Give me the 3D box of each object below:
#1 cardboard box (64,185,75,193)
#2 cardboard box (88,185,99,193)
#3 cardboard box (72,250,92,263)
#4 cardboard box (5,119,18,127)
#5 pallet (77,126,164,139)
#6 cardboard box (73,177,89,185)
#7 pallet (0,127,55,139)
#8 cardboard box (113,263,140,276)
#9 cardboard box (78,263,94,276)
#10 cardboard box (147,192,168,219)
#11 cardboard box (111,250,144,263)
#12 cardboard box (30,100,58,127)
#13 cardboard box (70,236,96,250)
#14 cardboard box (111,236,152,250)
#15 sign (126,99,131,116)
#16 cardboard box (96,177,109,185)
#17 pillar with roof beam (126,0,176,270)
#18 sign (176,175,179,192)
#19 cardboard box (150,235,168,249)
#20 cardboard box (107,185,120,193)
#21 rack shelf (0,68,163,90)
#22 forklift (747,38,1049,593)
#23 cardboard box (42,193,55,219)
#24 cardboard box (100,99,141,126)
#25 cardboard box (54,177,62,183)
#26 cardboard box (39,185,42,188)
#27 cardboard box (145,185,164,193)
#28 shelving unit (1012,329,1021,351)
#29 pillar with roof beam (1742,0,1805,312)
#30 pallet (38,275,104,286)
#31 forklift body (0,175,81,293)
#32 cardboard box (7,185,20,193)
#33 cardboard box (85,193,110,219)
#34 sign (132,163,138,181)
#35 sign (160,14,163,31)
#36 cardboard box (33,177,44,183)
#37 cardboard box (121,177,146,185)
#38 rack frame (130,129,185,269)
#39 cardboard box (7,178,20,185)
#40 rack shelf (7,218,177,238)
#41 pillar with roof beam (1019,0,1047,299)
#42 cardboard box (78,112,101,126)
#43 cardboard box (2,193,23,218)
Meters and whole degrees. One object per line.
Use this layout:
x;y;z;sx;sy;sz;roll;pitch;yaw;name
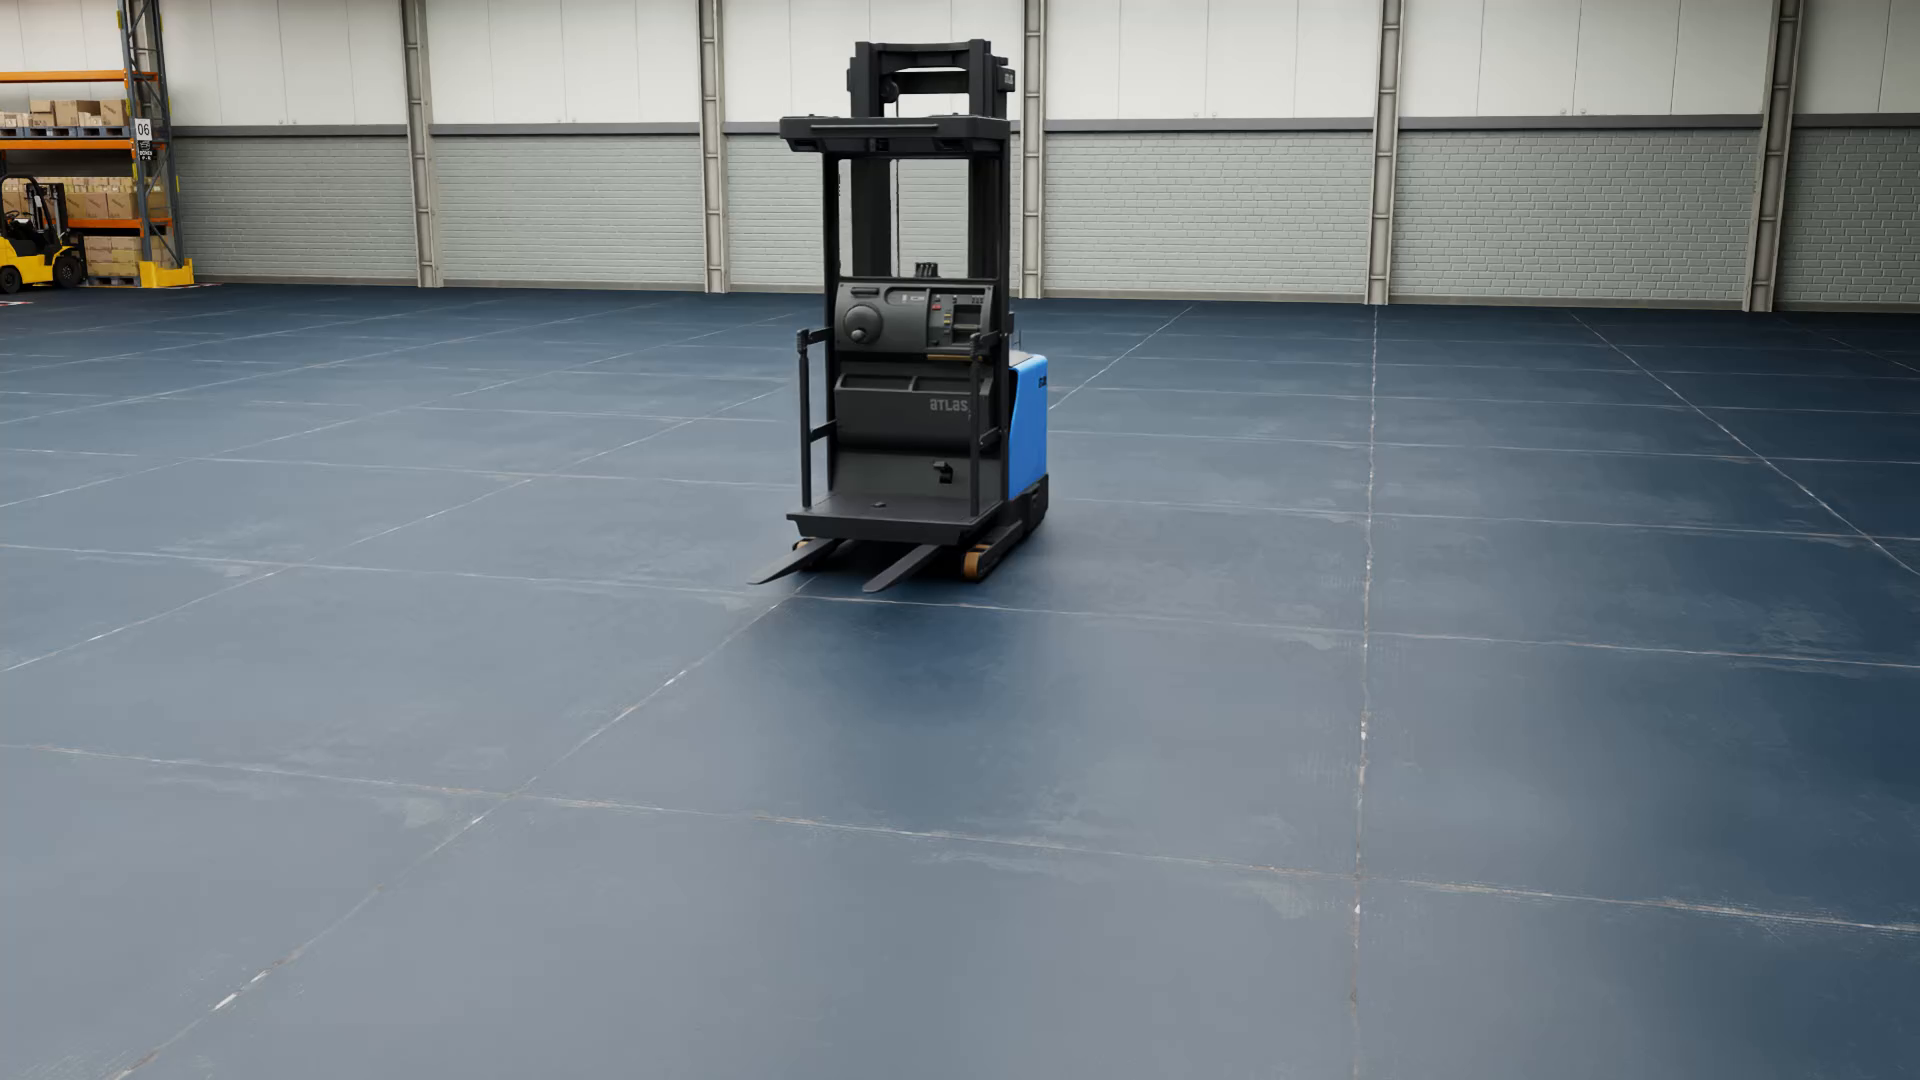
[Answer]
-17.388;-6.900;32.682;0.250;0.149;0.380;3;13;14;cardboard box
-16.867;-6.888;32.624;0.250;0.149;0.380;3;13;13;cardboard box
-17.271;-5.631;32.915;0.500;0.250;0.500;3;13;12;cardboard box
-18.507;-8.191;32.680;0.250;0.149;0.380;3;13;15;cardboard box
-16.413;-7.978;32.545;1.213;0.211;1.003;3;13;14;pallet
-17.142;-7.032;32.589;0.250;0.149;0.380;3;13;15;cardboard box
-18.782;-8.104;33.116;1.213;0.211;1.003;3;13;14;pallet
-16.265;-5.335;32.733;0.500;0.250;0.500;3;13;14;cardboard box
-17.229;-5.391;32.984;0.500;0.250;0.500;3;13;14;cardboard box
-16.147;-6.647;33.039;0.500;0.500;0.500;3;13;15;cardboard box
-16.280;-5.581;32.686;0.500;0.250;0.500;3;13;13;cardboard box
-17.750;-8.367;32.658;0.637;0.503;0.797;3;13;15;cardboard box
-17.244;-5.873;32.849;0.500;0.250;0.500;3;13;14;cardboard box
-16.255;-5.823;32.627;0.500;0.250;0.500;4;13;15;cardboard box
-15.876;-8.259;31.747;0.005;0.325;0.100;3;13;14;sign
-16.638;-7.014;32.505;0.250;0.149;0.380;3;13;15;cardboard box
-17.224;-8.764;28.957;0.400;9.000;9.100;3;13;14;pillar with roof beam
-15.594;-7.092;33.093;0.005;0.325;0.100;3;13;14;sign
-16.154;-5.930;33.106;0.500;0.250;0.500;3;13;13;cardboard box
-16.392;-6.846;32.437;0.250;0.149;0.380;3;13;14;cardboard box
-17.674;-9.000;32.610;4.000;0.370;1.077;3;13;14;rack shelf
-0.322;-1.296;9.310;1.130;2.935;3.031;4;13;16;forklift
-17.763;-6.613;32.883;0.500;0.500;0.500;3;13;14;cardboard box
-16.221;-8.253;32.151;0.500;0.500;0.500;3;13;15;cardboard box
-17.622;-7.078;32.794;0.250;0.149;0.380;3;13;14;cardboard box
-18.134;-6.943;32.874;0.250;0.149;0.380;3;13;12;cardboard box
-16.000;-6.952;32.915;0.250;0.149;0.380;3;13;12;cardboard box
0.281;-0.788;11.014;0.189;1.200;0.258;3;13;14;shelving unit
11.902;-7.207;21.940;0.400;9.000;9.100;3;13;14;pillar with roof beam
-17.666;-5.248;33.399;1.213;0.211;1.003;3;13;14;pallet
-18.011;-5.815;31.477;1.214;2.155;2.313;3;13;14;forklift body
-18.637;-6.966;32.980;0.250;0.149;0.380;3;13;15;cardboard box
-16.775;-6.562;32.656;0.500;0.500;0.500;3;13;15;cardboard box
-15.876;-7.082;32.008;0.005;0.325;0.100;3;13;14;sign
-15.594;-10.093;32.427;0.005;0.325;0.100;3;13;14;sign
-18.108;-7.104;32.911;0.250;0.149;0.380;3;13;13;cardboard box
-16.131;-6.999;32.441;0.250;0.149;0.380;3;13;14;cardboard box
-15.733;-6.514;32.671;0.127;3.000;1.000;3;13;14;rack frame
-18.627;-7.113;32.953;0.250;0.149;0.380;3;13;15;cardboard box
-17.674;-6.267;33.216;4.000;0.370;1.077;3;13;14;rack shelf
0.251;-7.829;24.747;0.400;9.000;9.100;3;13;14;pillar with roof beam
-16.856;-8.159;32.269;0.258;0.266;0.396;3;13;14;cardboard box
-18.738;-6.669;33.138;0.500;0.500;0.500;3;13;15;cardboard box
